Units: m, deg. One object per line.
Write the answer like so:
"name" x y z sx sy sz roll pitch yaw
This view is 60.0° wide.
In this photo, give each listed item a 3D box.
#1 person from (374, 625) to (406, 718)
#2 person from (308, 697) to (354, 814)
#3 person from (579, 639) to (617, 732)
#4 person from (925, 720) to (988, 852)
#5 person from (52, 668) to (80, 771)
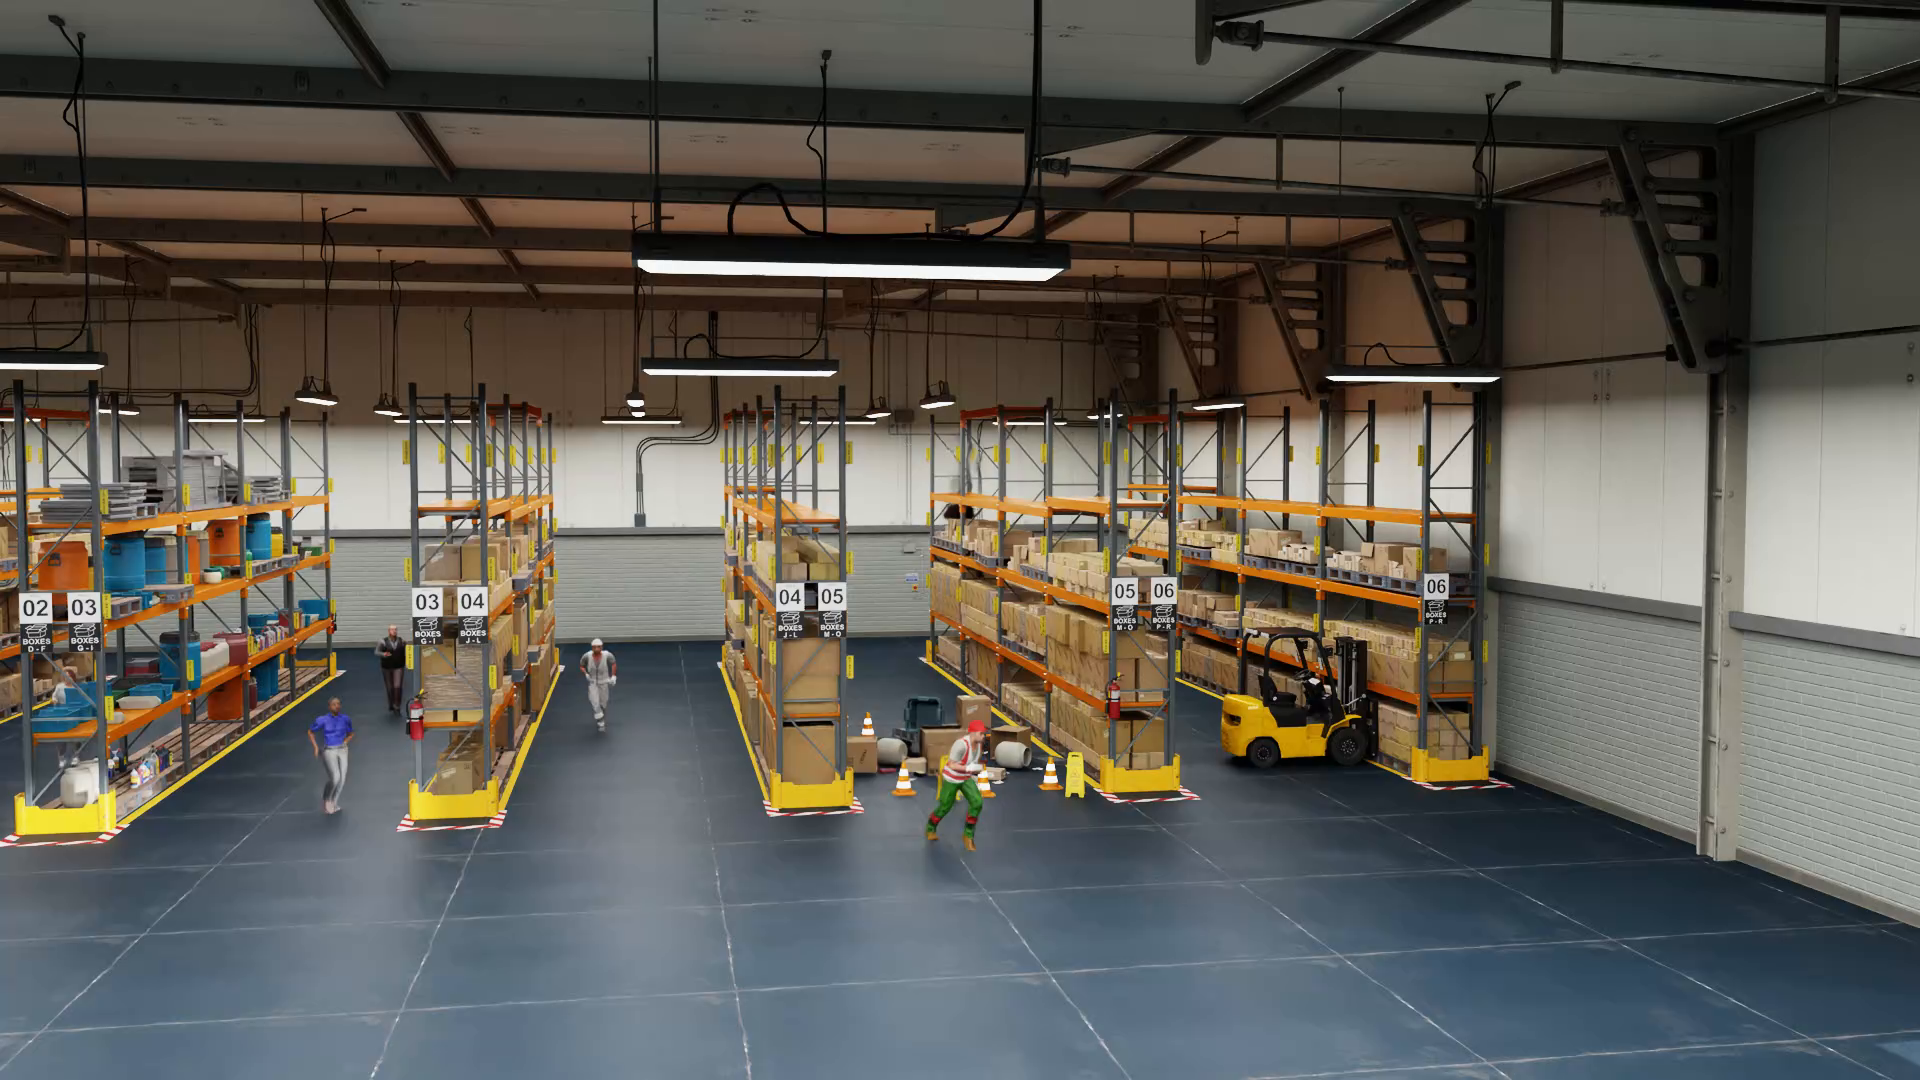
"person" -10.972 2.515 32.094 0.635 1.762 0.871 -1 3 -21
"person" -8.707 3.009 23.167 0.552 1.620 0.645 -3 4 -43
"person" -6.597 2.629 30.334 0.654 1.712 0.820 0 3 -6
"person" -0.034 3.113 21.209 1.013 1.717 0.706 2 4 39
"person" -14.222 2.859 26.502 0.507 1.624 0.688 -1 3 -18
